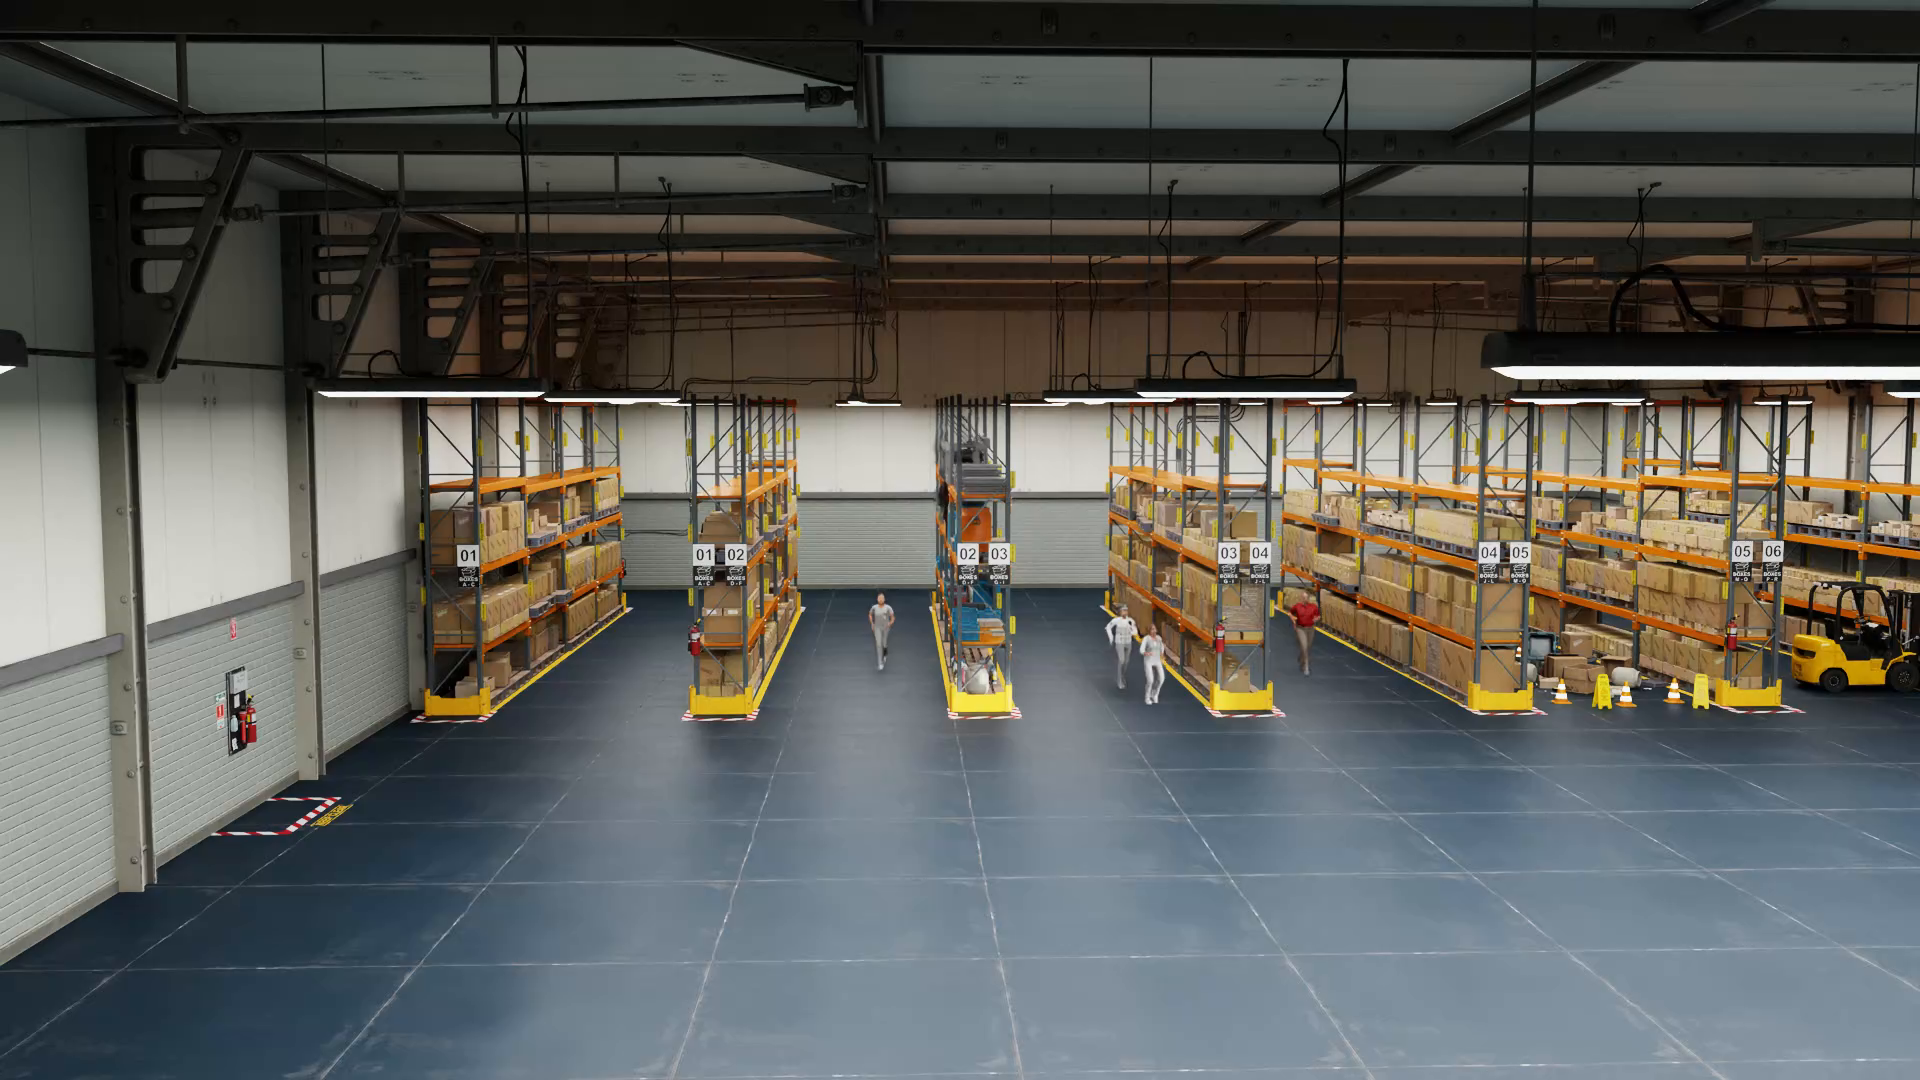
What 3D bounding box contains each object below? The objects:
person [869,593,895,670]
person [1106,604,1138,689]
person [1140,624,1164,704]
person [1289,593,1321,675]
[{"bbox_3d":[-1.738,2.009,36.930,0.579,1.651,0.850,0,4,-2],"label":"person"},{"bbox_3d":[3.369,2.184,34.291,0.576,1.749,0.719,-1,5,-15],"label":"person"},{"bbox_3d":[3.738,2.402,32.090,0.540,1.572,0.571,-1,5,-14],"label":"person"},{"bbox_3d":[7.529,2.016,36.208,0.641,1.762,0.912,-1,5,-7],"label":"person"}]
